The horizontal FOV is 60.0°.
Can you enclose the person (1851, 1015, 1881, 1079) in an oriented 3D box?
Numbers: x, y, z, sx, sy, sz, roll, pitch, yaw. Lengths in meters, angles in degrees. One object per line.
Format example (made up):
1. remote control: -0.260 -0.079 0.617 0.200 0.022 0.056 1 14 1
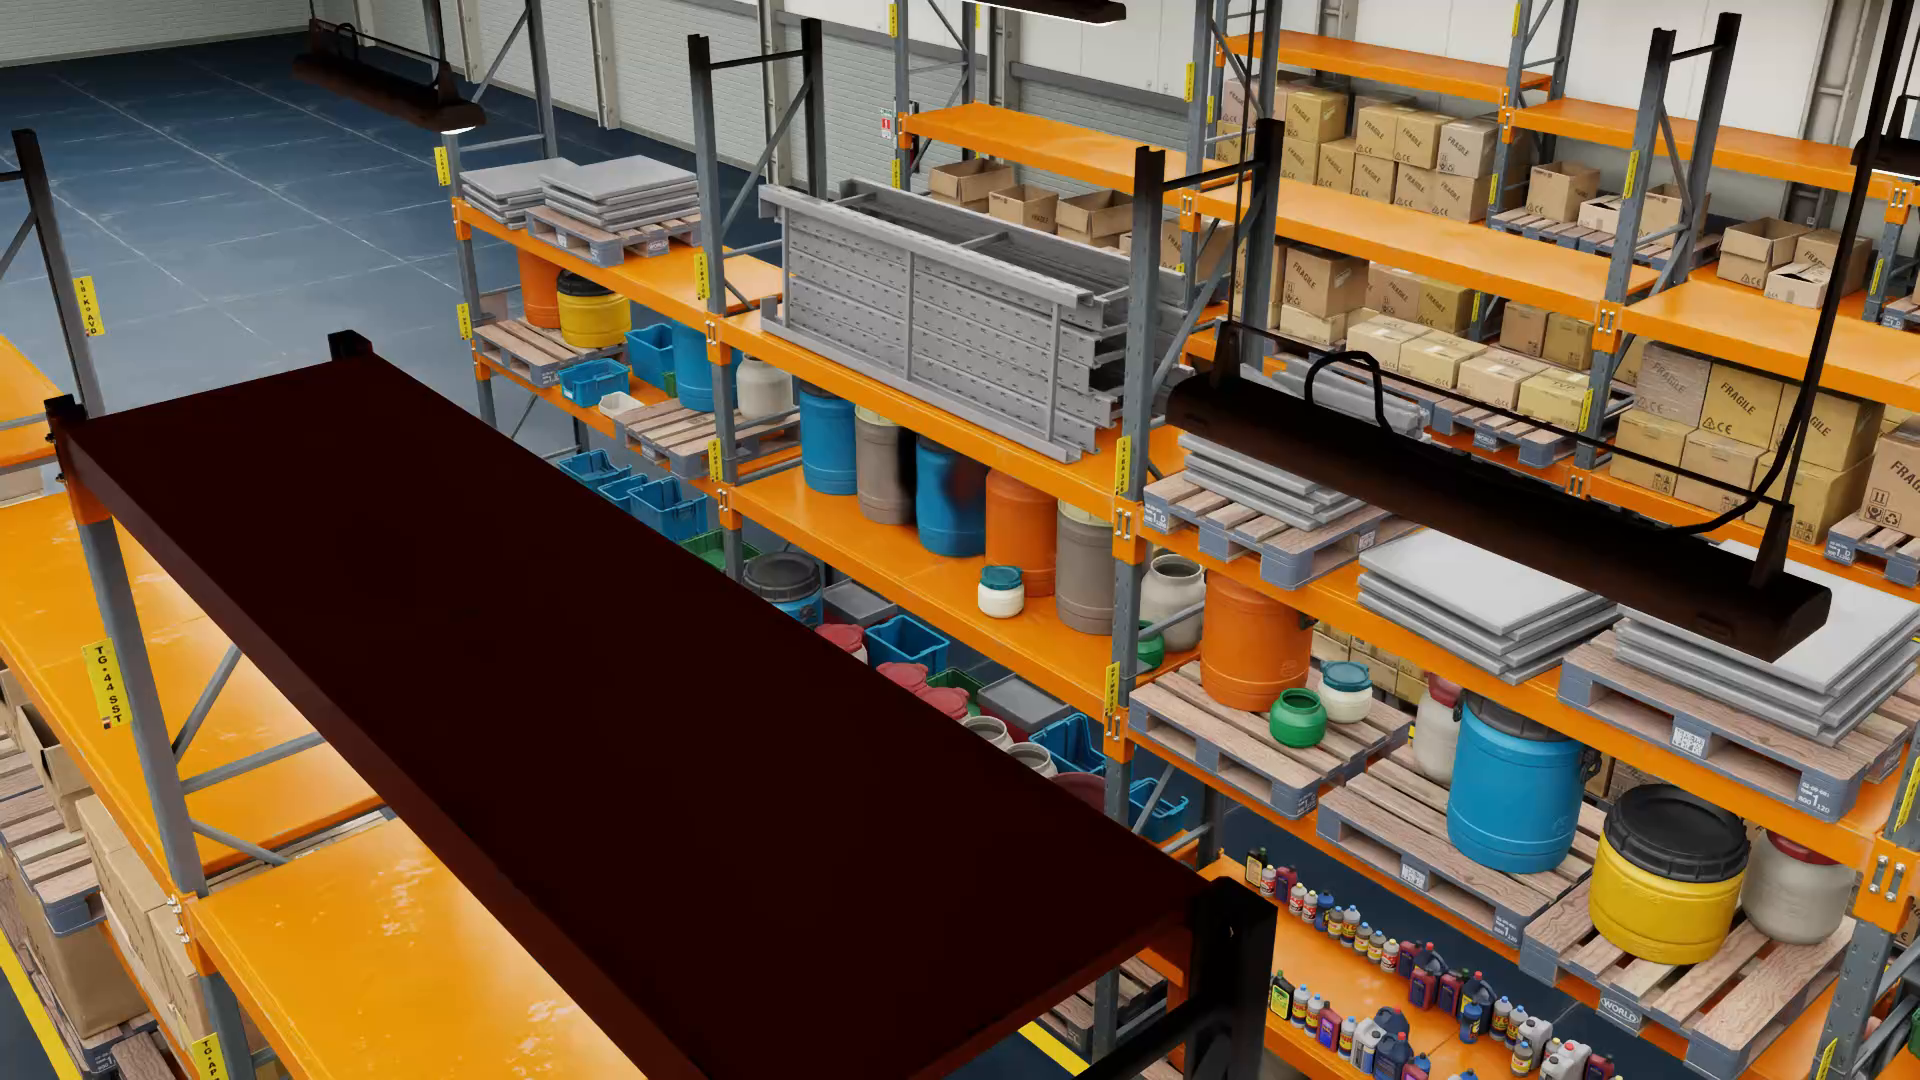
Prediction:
1. person: 4.886 3.266 9.277 0.602 1.733 0.554 -12 29 -23
